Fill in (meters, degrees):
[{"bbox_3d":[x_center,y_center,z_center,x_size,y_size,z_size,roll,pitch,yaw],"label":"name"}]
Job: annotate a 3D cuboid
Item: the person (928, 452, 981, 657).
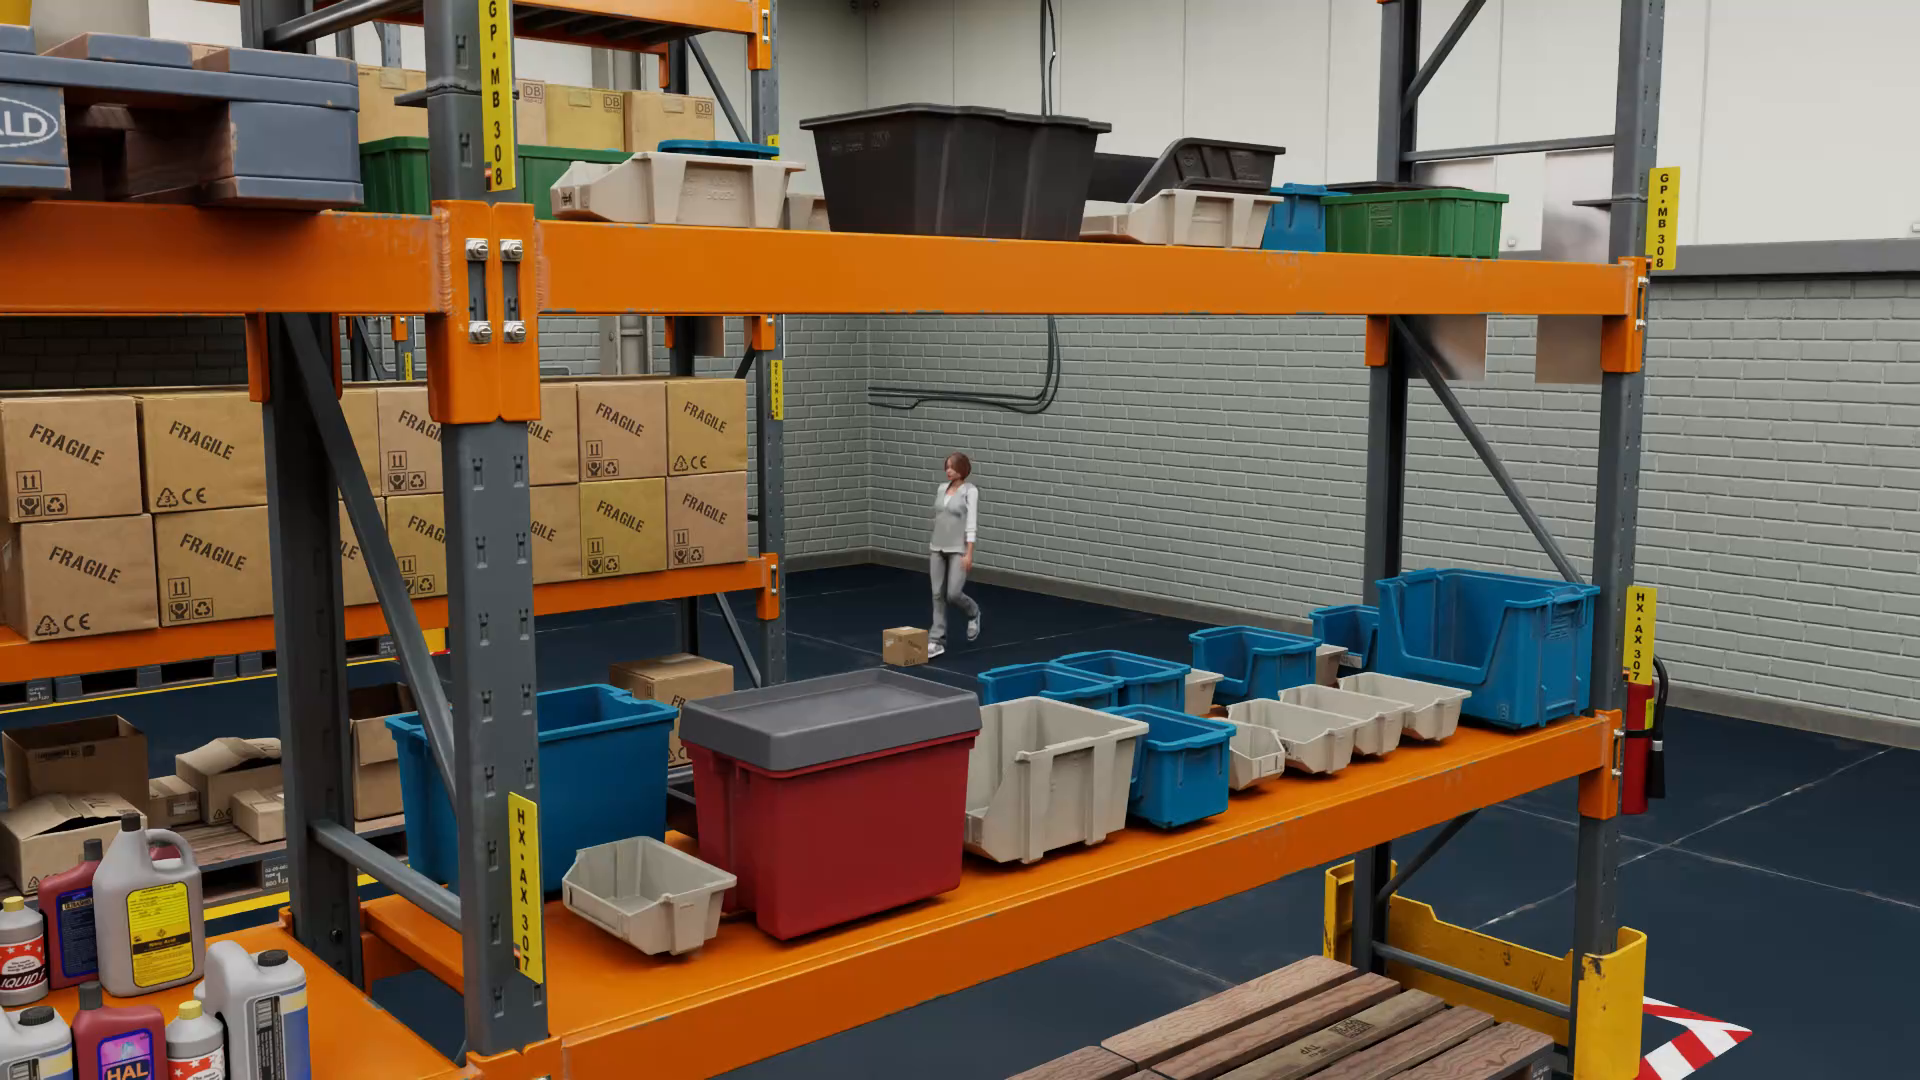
[{"bbox_3d":[-0.055,0.108,12.996,0.432,1.591,0.578,5,9,34],"label":"person"}]
